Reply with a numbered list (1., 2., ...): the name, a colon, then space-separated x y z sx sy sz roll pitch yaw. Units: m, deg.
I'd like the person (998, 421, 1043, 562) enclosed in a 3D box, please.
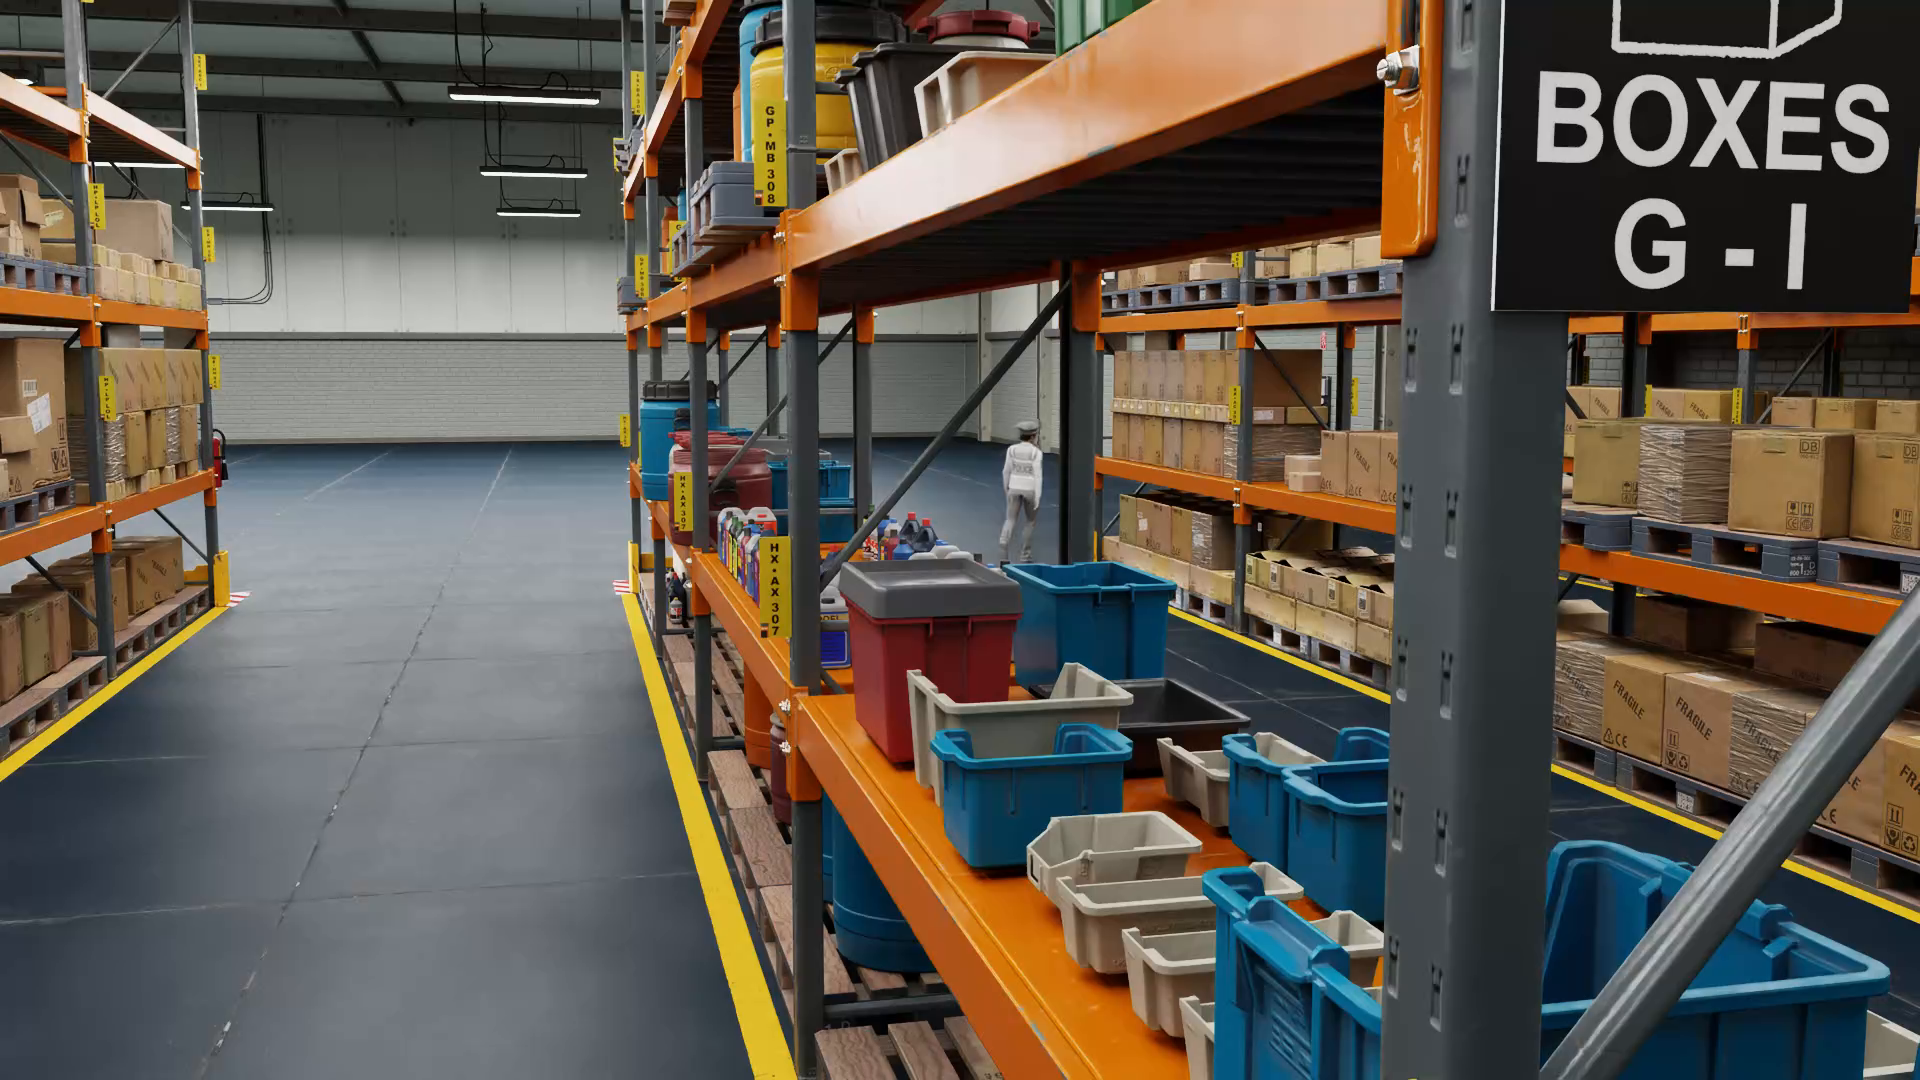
1. person: 0.721 -0.540 19.077 0.495 1.640 0.763 2 7 18
